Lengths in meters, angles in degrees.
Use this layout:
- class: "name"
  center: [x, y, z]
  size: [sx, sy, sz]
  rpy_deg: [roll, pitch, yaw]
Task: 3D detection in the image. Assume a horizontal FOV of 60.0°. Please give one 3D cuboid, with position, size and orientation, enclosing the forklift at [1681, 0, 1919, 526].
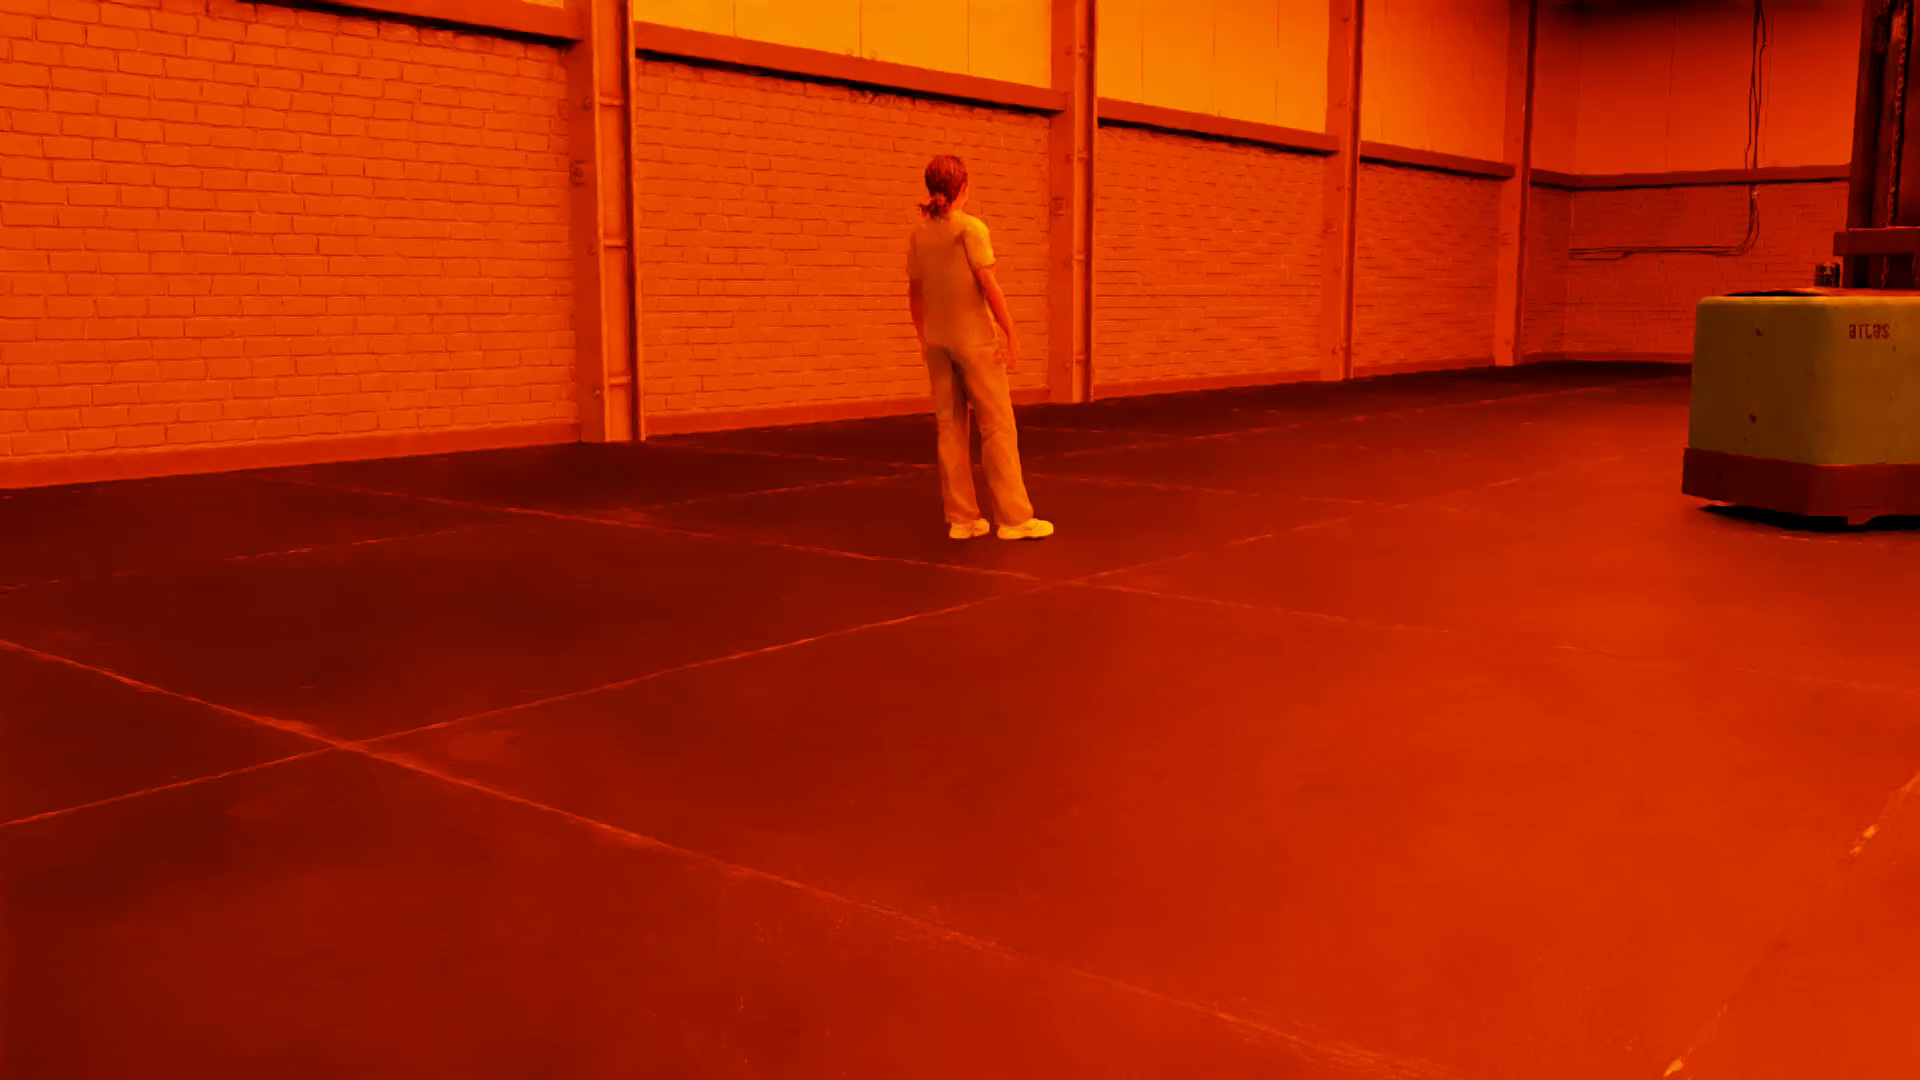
- class: "forklift"
  center: [5.279, -1.597, 8.196]
  size: [3.031, 2.935, 1.130]
  rpy_deg: [-2, 8, -11]

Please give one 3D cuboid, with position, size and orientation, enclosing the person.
- class: "person"
  center: [0.062, -0.836, 7.338]
  size: [0.550, 1.657, 0.532]
  rpy_deg: [7, 11, 38]
